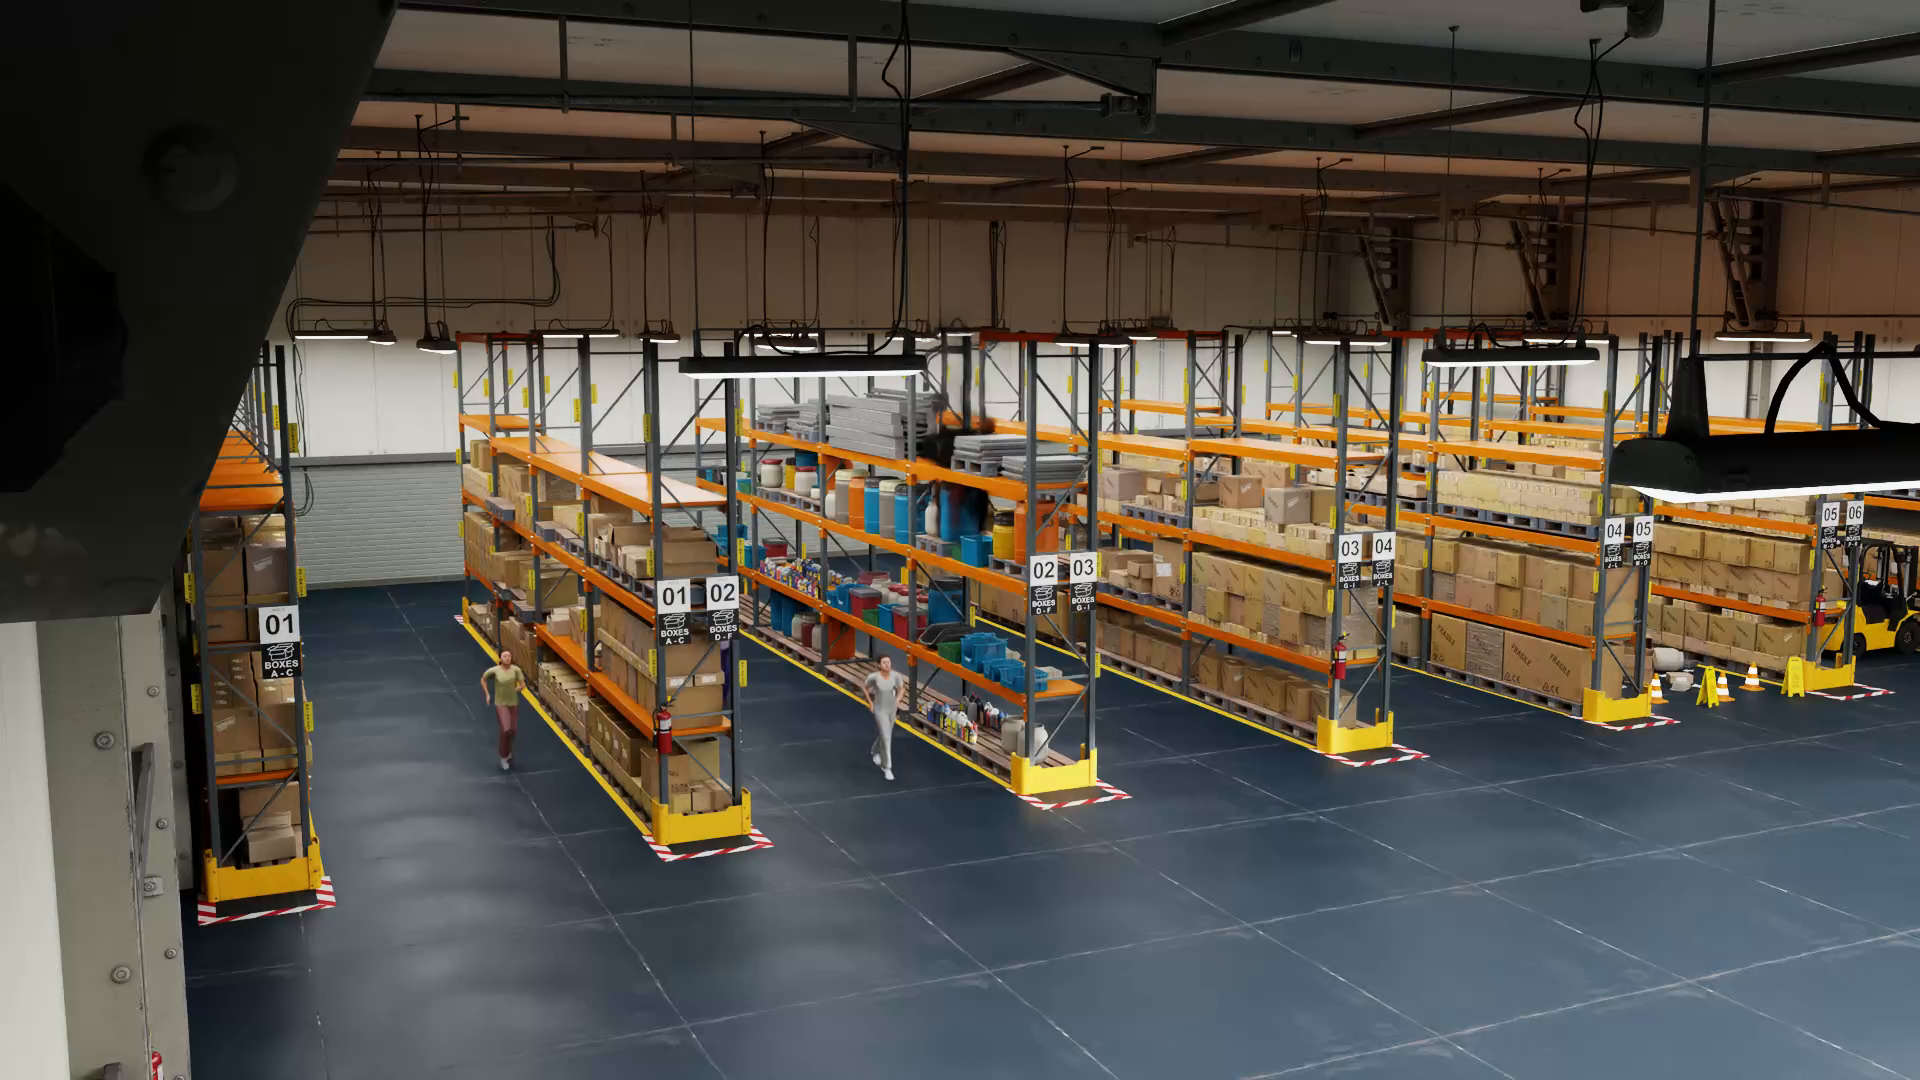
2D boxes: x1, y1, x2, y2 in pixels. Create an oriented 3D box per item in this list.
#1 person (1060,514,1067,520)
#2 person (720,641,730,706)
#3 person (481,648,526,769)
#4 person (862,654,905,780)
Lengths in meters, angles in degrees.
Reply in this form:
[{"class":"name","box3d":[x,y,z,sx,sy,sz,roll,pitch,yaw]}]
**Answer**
[{"class":"person","box3d":[2.414,0.186,39.904,0.617,1.606,0.657,0,8,3]},{"class":"person","box3d":[-3.945,1.896,27.236,0.614,1.599,0.575,-5,9,-33]},{"class":"person","box3d":[-6.394,2.357,23.438,0.546,1.703,0.702,-5,9,-35]},{"class":"person","box3d":[-1.051,2.401,23.073,0.559,1.712,0.821,-4,9,-27]}]
